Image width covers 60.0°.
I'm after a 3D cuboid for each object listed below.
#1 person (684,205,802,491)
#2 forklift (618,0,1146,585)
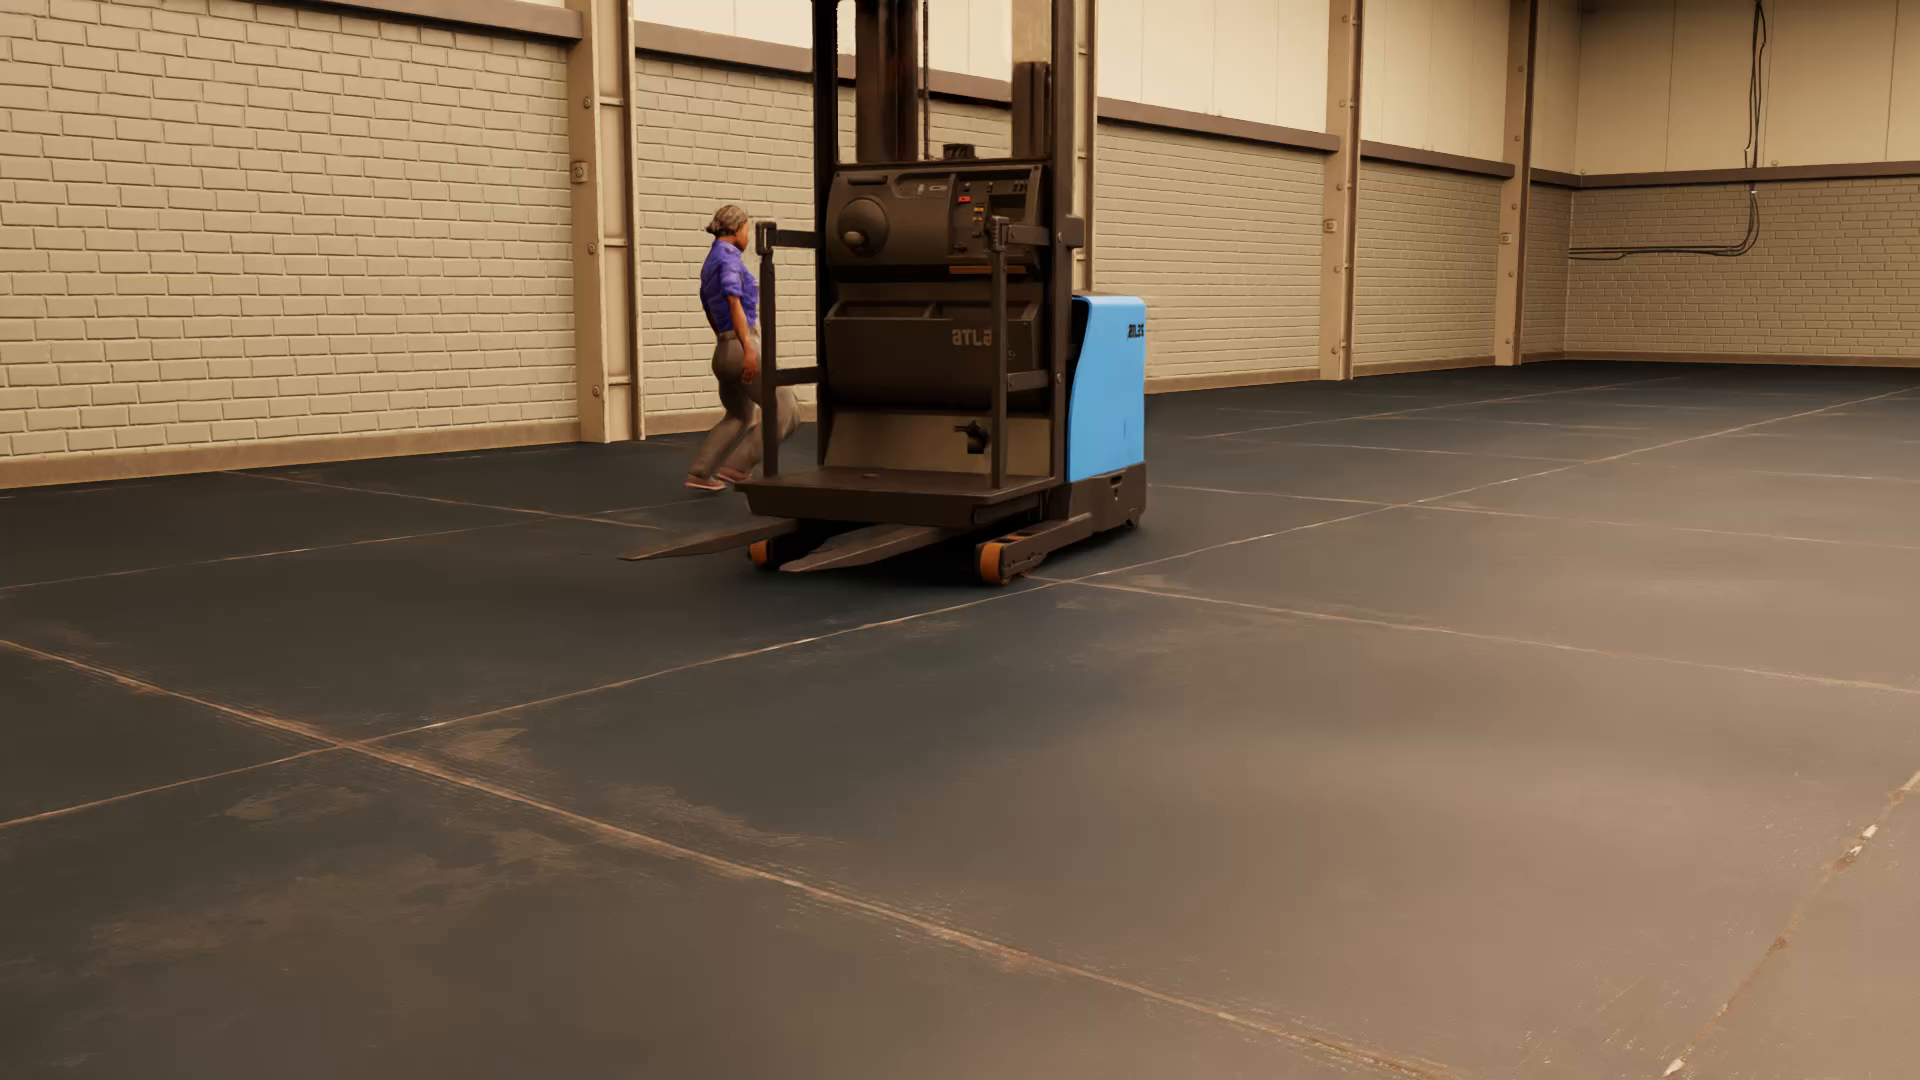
[{"bbox_3d":[-1.162,-0.992,8.748,0.535,1.526,0.836,-3,9,-20],"label":"person"},{"bbox_3d":[-0.198,-1.351,6.512,1.130,2.935,3.031,4,9,24],"label":"forklift"}]
